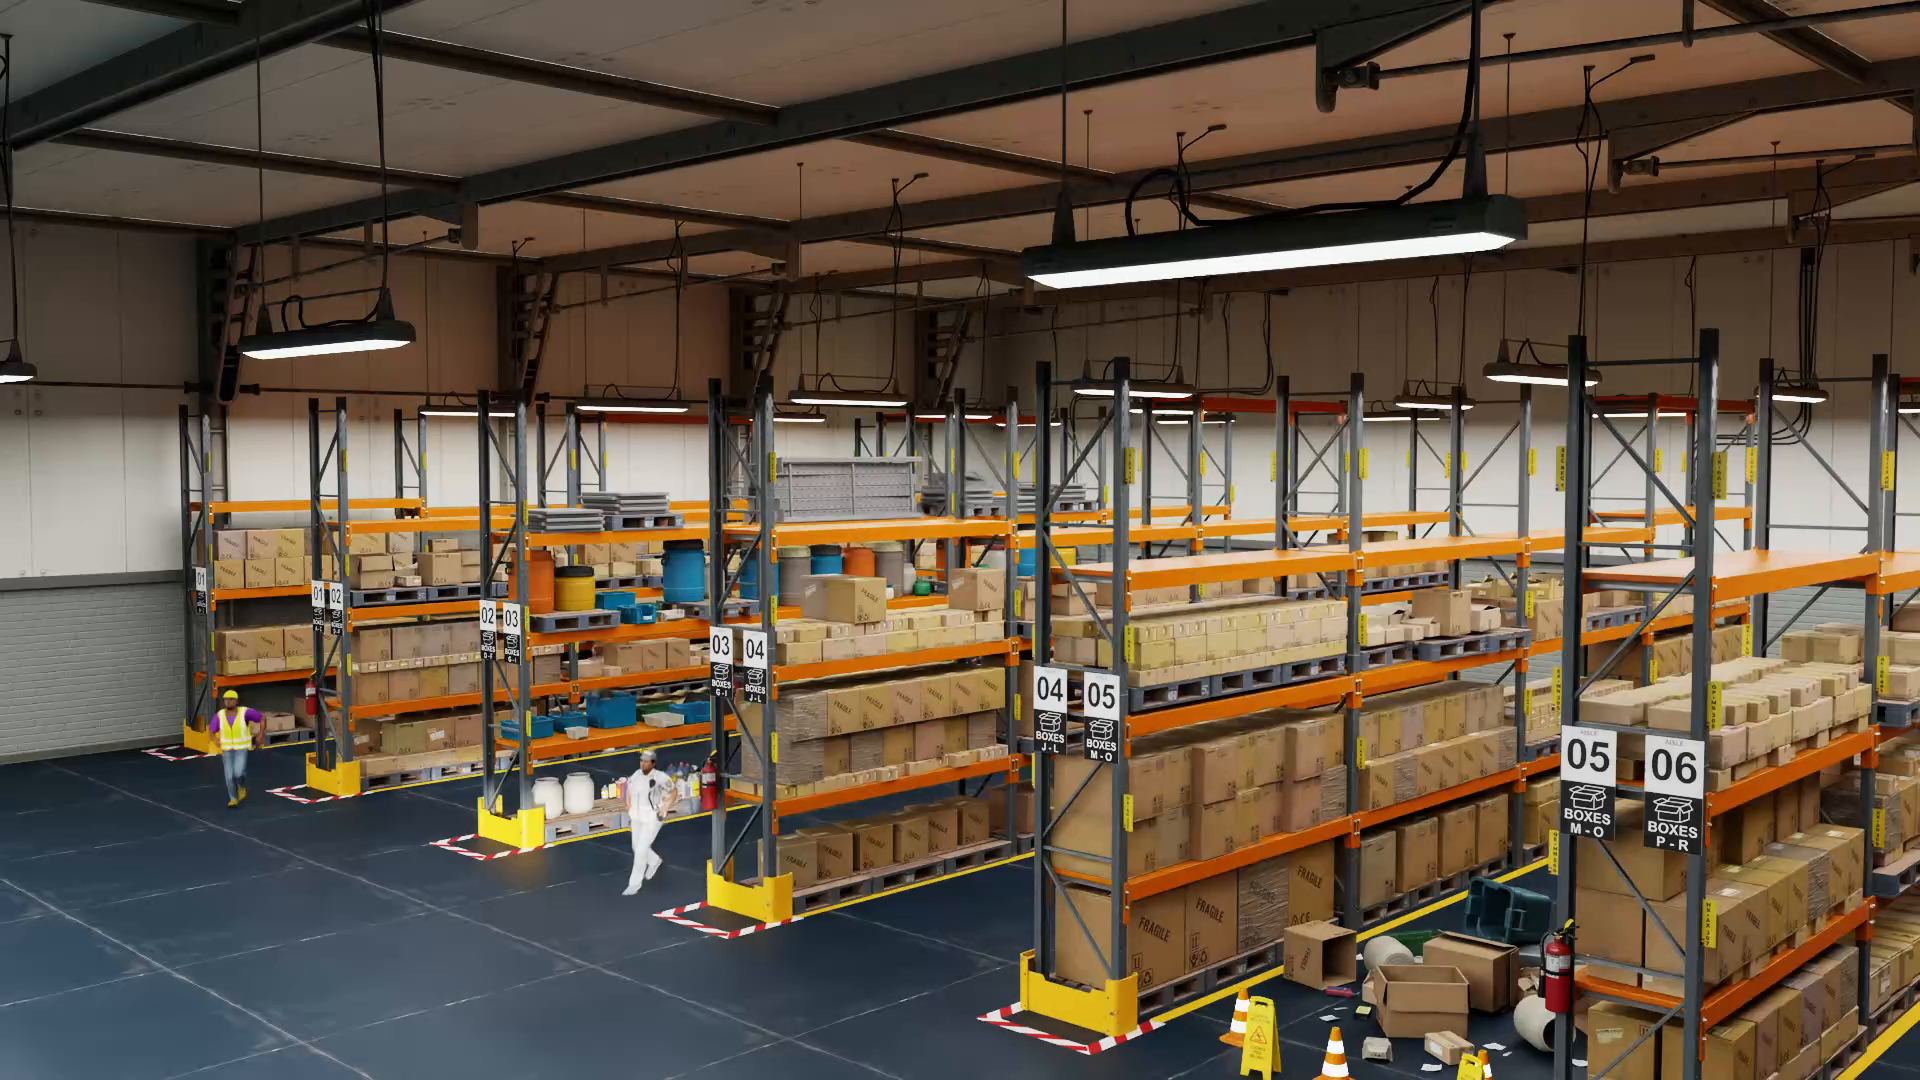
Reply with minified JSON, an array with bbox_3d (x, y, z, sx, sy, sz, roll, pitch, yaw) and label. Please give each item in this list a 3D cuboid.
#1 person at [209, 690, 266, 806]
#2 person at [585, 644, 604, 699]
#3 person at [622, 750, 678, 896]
[{"bbox_3d":[-10.496,3.027,24.074,0.710,1.711,0.721,0,3,-9],"label":"person"},{"bbox_3d":[-6.850,2.741,31.421,0.542,1.561,0.570,3,4,41],"label":"person"},{"bbox_3d":[-3.670,3.317,19.671,0.645,1.696,0.795,1,3,25],"label":"person"}]
